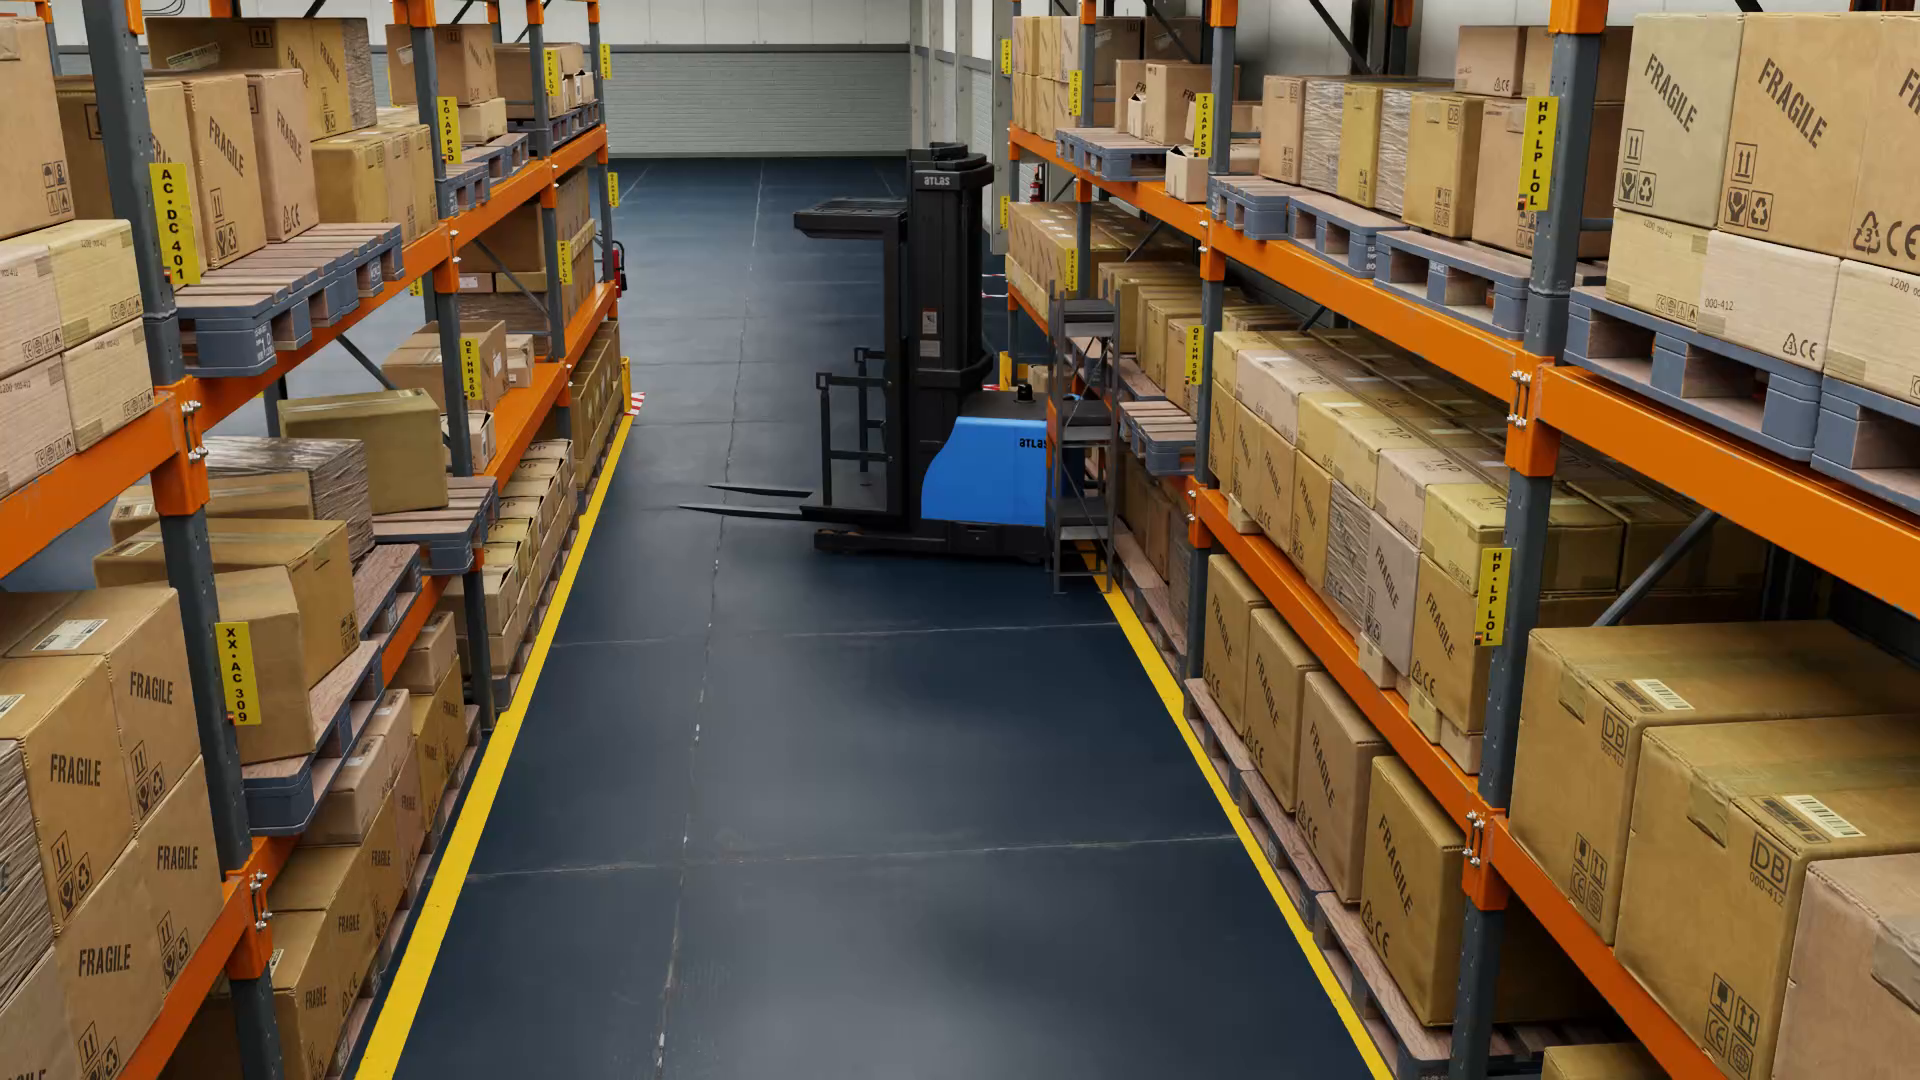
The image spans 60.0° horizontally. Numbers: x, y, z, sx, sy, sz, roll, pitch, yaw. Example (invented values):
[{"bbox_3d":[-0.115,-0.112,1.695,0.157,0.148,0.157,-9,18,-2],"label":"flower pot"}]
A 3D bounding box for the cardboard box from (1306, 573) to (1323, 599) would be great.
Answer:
[{"bbox_3d":[1.795,0.158,7.552,0.380,0.149,0.250,-2,18,-5],"label":"cardboard box"}]

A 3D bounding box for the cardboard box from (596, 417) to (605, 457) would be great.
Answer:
[{"bbox_3d":[-3.356,-0.886,14.381,0.500,0.250,0.500,-2,18,-6],"label":"cardboard box"}]

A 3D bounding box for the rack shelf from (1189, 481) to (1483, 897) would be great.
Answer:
[{"bbox_3d":[2.029,0.425,7.517,1.077,0.370,4.000,-2,18,-6],"label":"rack shelf"}]

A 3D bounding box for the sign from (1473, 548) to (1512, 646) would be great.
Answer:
[{"bbox_3d":[1.696,0.182,5.287,0.100,0.325,0.005,-2,18,-6],"label":"sign"}]

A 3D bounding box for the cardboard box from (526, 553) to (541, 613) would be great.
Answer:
[{"bbox_3d":[-2.979,0.282,10.661,0.500,0.250,0.500,-2,18,-7],"label":"cardboard box"}]

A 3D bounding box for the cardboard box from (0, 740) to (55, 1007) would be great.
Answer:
[{"bbox_3d":[-2.275,0.752,3.437,0.500,0.500,0.500,-2,18,-5],"label":"cardboard box"}]

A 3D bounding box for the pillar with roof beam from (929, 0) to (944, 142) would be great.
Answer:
[{"bbox_3d":[-4.827,-12.596,37.774,9.100,9.000,0.400,-2,18,-6],"label":"pillar with roof beam"}]

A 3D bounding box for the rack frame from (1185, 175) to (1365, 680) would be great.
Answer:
[{"bbox_3d":[1.822,-0.514,9.308,1.000,3.000,0.127,-2,18,-6],"label":"rack frame"}]

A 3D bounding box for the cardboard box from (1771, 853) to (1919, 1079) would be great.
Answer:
[{"bbox_3d":[2.429,1.131,3.567,0.980,0.700,0.700,-3,18,-8],"label":"cardboard box"}]

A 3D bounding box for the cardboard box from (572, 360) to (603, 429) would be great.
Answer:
[{"bbox_3d":[-3.357,-1.244,14.269,0.500,0.500,0.500,-2,18,-6],"label":"cardboard box"}]

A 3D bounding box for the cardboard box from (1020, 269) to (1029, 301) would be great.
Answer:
[{"bbox_3d":[0.846,-2.374,15.449,0.500,0.250,0.500,-2,18,-7],"label":"cardboard box"}]

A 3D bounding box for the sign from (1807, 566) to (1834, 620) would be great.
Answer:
[{"bbox_3d":[2.787,0.209,5.426,0.100,0.325,0.005,-2,18,-6],"label":"sign"}]

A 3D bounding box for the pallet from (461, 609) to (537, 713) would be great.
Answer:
[{"bbox_3d":[-3.150,0.724,10.019,1.003,0.211,1.213,-2,18,-6],"label":"pallet"}]

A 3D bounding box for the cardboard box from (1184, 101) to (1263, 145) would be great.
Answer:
[{"bbox_3d":[1.781,-2.393,10.079,0.797,0.503,0.637,1,17,2],"label":"cardboard box"}]

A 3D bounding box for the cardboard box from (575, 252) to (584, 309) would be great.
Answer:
[{"bbox_3d":[-3.790,-2.347,14.980,0.700,0.500,0.500,-2,18,-5],"label":"cardboard box"}]

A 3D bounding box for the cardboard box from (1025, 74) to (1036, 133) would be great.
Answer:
[{"bbox_3d":[0.861,-3.963,15.085,0.500,0.500,0.500,-1,17,-3],"label":"cardboard box"}]

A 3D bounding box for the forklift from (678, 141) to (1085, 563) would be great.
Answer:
[{"bbox_3d":[-0.612,-1.440,12.370,3.031,2.935,1.130,4,18,12],"label":"forklift"}]

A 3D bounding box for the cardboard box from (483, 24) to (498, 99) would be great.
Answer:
[{"bbox_3d":[-3.493,-3.285,11.421,0.500,0.500,0.500,-2,17,-5],"label":"cardboard box"}]

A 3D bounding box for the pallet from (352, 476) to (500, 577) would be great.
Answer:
[{"bbox_3d":[-2.965,-0.069,8.209,1.213,0.211,1.003,-2,18,-6],"label":"pallet"}]

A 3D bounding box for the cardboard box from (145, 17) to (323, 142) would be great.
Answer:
[{"bbox_3d":[-2.960,-1.882,6.820,0.500,0.500,0.500,-2,18,-6],"label":"cardboard box"}]

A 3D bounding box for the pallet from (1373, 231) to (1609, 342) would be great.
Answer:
[{"bbox_3d":[2.091,-0.934,5.956,0.805,0.209,1.217,-2,18,-8],"label":"pallet"}]

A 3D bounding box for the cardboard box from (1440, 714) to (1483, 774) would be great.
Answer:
[{"bbox_3d":[1.919,0.696,5.839,0.380,0.149,0.250,-2,18,-5],"label":"cardboard box"}]

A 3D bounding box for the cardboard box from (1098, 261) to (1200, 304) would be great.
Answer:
[{"bbox_3d":[1.429,-1.811,12.536,0.700,0.500,0.500,-2,18,-5],"label":"cardboard box"}]

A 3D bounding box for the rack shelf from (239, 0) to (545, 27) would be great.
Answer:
[{"bbox_3d":[-3.311,-3.284,9.984,1.077,0.370,4.000,-2,18,-6],"label":"rack shelf"}]

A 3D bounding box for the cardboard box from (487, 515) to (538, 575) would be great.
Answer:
[{"bbox_3d":[-2.979,0.010,10.589,0.500,0.311,0.500,-2,18,-7],"label":"cardboard box"}]

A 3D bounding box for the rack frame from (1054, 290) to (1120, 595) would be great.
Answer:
[{"bbox_3d":[0.848,-0.630,11.177,0.400,2.100,0.015,-1,17,-4],"label":"rack frame"}]

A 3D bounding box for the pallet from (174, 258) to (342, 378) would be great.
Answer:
[{"bbox_3d":[-2.689,-0.706,5.225,1.213,0.211,1.003,-2,18,-6],"label":"pallet"}]

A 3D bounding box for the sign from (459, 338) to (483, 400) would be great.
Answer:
[{"bbox_3d":[-2.566,-0.894,8.717,0.100,0.325,0.005,-2,18,-6],"label":"sign"}]

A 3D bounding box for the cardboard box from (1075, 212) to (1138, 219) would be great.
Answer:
[{"bbox_3d":[1.357,-2.756,15.411,0.500,0.500,0.500,-2,18,-7],"label":"cardboard box"}]

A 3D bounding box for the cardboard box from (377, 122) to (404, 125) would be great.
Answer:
[{"bbox_3d":[-3.207,-2.054,8.752,0.500,0.250,0.500,-3,18,-10],"label":"cardboard box"}]

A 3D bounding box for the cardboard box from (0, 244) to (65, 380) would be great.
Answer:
[{"bbox_3d":[-2.323,-0.481,3.609,0.500,0.250,0.500,-2,18,-6],"label":"cardboard box"}]

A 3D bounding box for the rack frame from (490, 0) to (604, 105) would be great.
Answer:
[{"bbox_3d":[-3.930,-5.606,15.510,1.000,3.000,0.127,-2,18,-6],"label":"rack frame"}]

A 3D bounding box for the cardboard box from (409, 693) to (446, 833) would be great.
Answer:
[{"bbox_3d":[-2.721,1.048,7.769,0.500,0.500,0.500,-2,18,-8],"label":"cardboard box"}]

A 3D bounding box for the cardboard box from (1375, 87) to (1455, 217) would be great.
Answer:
[{"bbox_3d":[2.144,-1.592,6.831,0.700,0.500,0.500,-2,18,-6],"label":"cardboard box"}]

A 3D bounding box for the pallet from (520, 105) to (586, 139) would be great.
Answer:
[{"bbox_3d":[-3.753,-3.557,14.139,1.003,0.211,1.213,-2,18,-6],"label":"pallet"}]

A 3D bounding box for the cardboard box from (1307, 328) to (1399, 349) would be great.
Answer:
[{"bbox_3d":[2.127,-0.944,8.728,0.500,0.250,0.500,-1,17,-4],"label":"cardboard box"}]

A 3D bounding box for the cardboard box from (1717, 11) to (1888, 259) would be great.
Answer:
[{"bbox_3d":[2.089,-0.914,3.703,0.500,0.500,0.500,-2,18,-7],"label":"cardboard box"}]

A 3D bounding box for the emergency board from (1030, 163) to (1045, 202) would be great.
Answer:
[{"bbox_3d":[1.094,-5.241,24.363,0.194,1.169,0.643,-2,18,-6],"label":"emergency board"}]

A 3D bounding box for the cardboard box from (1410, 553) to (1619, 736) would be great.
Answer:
[{"bbox_3d":[1.937,0.348,5.862,0.500,0.500,0.500,-2,18,-7],"label":"cardboard box"}]

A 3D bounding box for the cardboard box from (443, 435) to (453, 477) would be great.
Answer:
[{"bbox_3d":[-3.098,-0.427,9.179,0.500,0.311,0.500,-1,17,-2],"label":"cardboard box"}]

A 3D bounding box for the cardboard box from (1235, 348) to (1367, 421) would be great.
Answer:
[{"bbox_3d":[1.669,-0.768,8.167,0.500,0.250,0.500,-2,18,-6],"label":"cardboard box"}]

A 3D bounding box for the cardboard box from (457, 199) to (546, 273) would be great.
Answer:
[{"bbox_3d":[-3.569,-2.351,12.824,0.700,0.500,0.500,-2,18,-5],"label":"cardboard box"}]

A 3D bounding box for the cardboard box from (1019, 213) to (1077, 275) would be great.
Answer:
[{"bbox_3d":[0.836,-2.740,15.363,0.500,0.500,0.500,-2,18,-7],"label":"cardboard box"}]

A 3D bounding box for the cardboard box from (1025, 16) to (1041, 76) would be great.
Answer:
[{"bbox_3d":[0.861,-4.438,14.927,0.500,0.500,0.500,-1,17,-4],"label":"cardboard box"}]

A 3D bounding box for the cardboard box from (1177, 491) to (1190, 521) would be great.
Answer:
[{"bbox_3d":[1.700,-0.274,10.729,0.500,0.250,0.500,-1,17,-5],"label":"cardboard box"}]

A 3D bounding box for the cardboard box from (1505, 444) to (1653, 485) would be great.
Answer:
[{"bbox_3d":[2.386,-0.180,6.295,0.500,0.250,0.500,-2,17,-5],"label":"cardboard box"}]

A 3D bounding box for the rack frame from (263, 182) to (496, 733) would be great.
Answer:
[{"bbox_3d":[-3.104,-0.360,8.817,1.000,3.000,0.127,-2,18,-6],"label":"rack frame"}]

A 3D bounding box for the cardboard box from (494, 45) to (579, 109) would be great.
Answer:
[{"bbox_3d":[-3.561,-3.794,13.639,0.797,0.503,0.637,0,17,0],"label":"cardboard box"}]

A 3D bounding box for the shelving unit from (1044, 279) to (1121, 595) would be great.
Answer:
[{"bbox_3d":[0.830,-0.703,11.409,0.431,2.100,0.503,-1,17,-4],"label":"shelving unit"}]

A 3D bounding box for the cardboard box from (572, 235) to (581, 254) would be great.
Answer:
[{"bbox_3d":[-3.566,-2.607,14.724,0.380,0.149,0.250,-1,17,-4],"label":"cardboard box"}]

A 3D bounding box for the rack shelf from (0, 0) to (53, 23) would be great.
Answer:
[{"bbox_3d":[-8.651,-4.324,13.296,1.077,0.370,4.000,-2,18,-6],"label":"rack shelf"}]
